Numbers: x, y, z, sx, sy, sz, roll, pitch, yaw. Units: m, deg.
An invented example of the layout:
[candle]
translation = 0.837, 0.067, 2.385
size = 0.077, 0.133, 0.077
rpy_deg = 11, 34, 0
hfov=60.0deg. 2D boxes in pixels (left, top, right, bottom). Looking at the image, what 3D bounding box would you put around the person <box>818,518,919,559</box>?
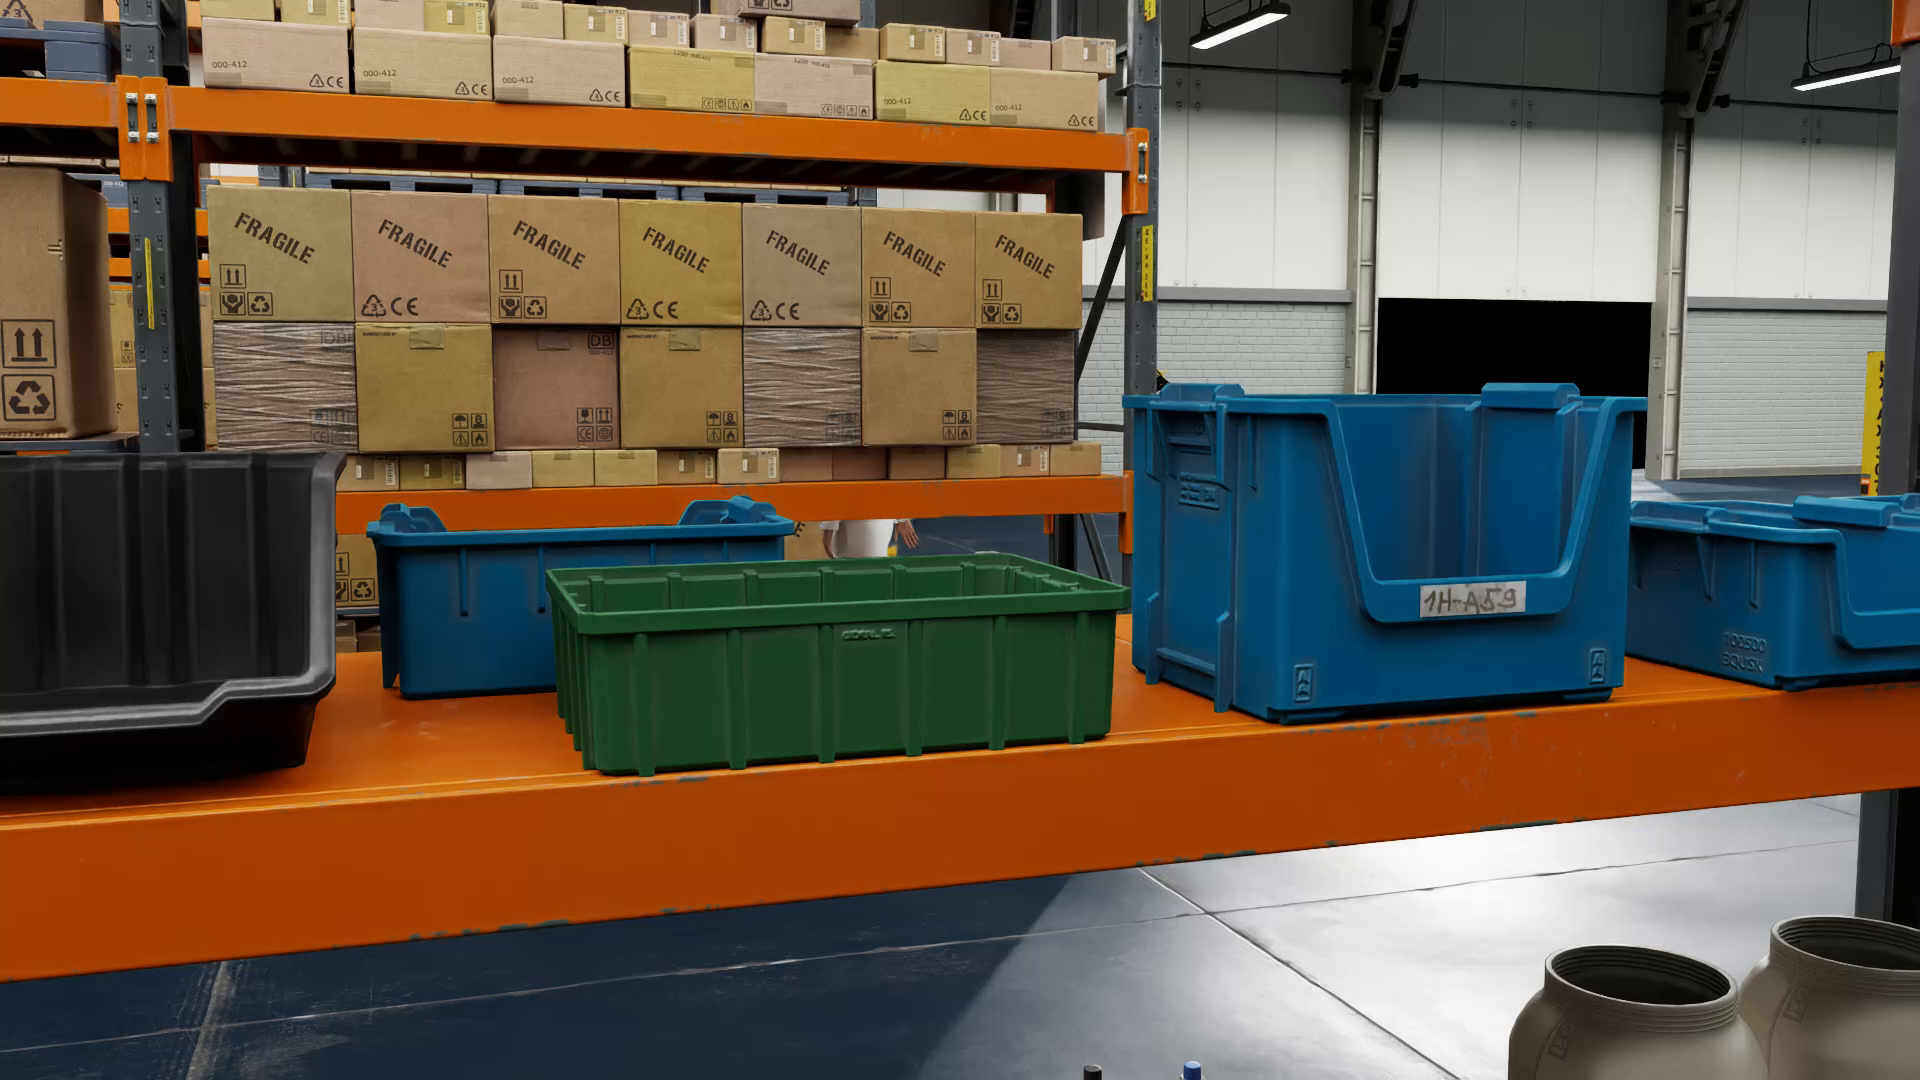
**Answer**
[person]
translation = -0.518, -0.073, 9.562
size = 0.886, 1.750, 0.655
rpy_deg = 3, 6, 24
